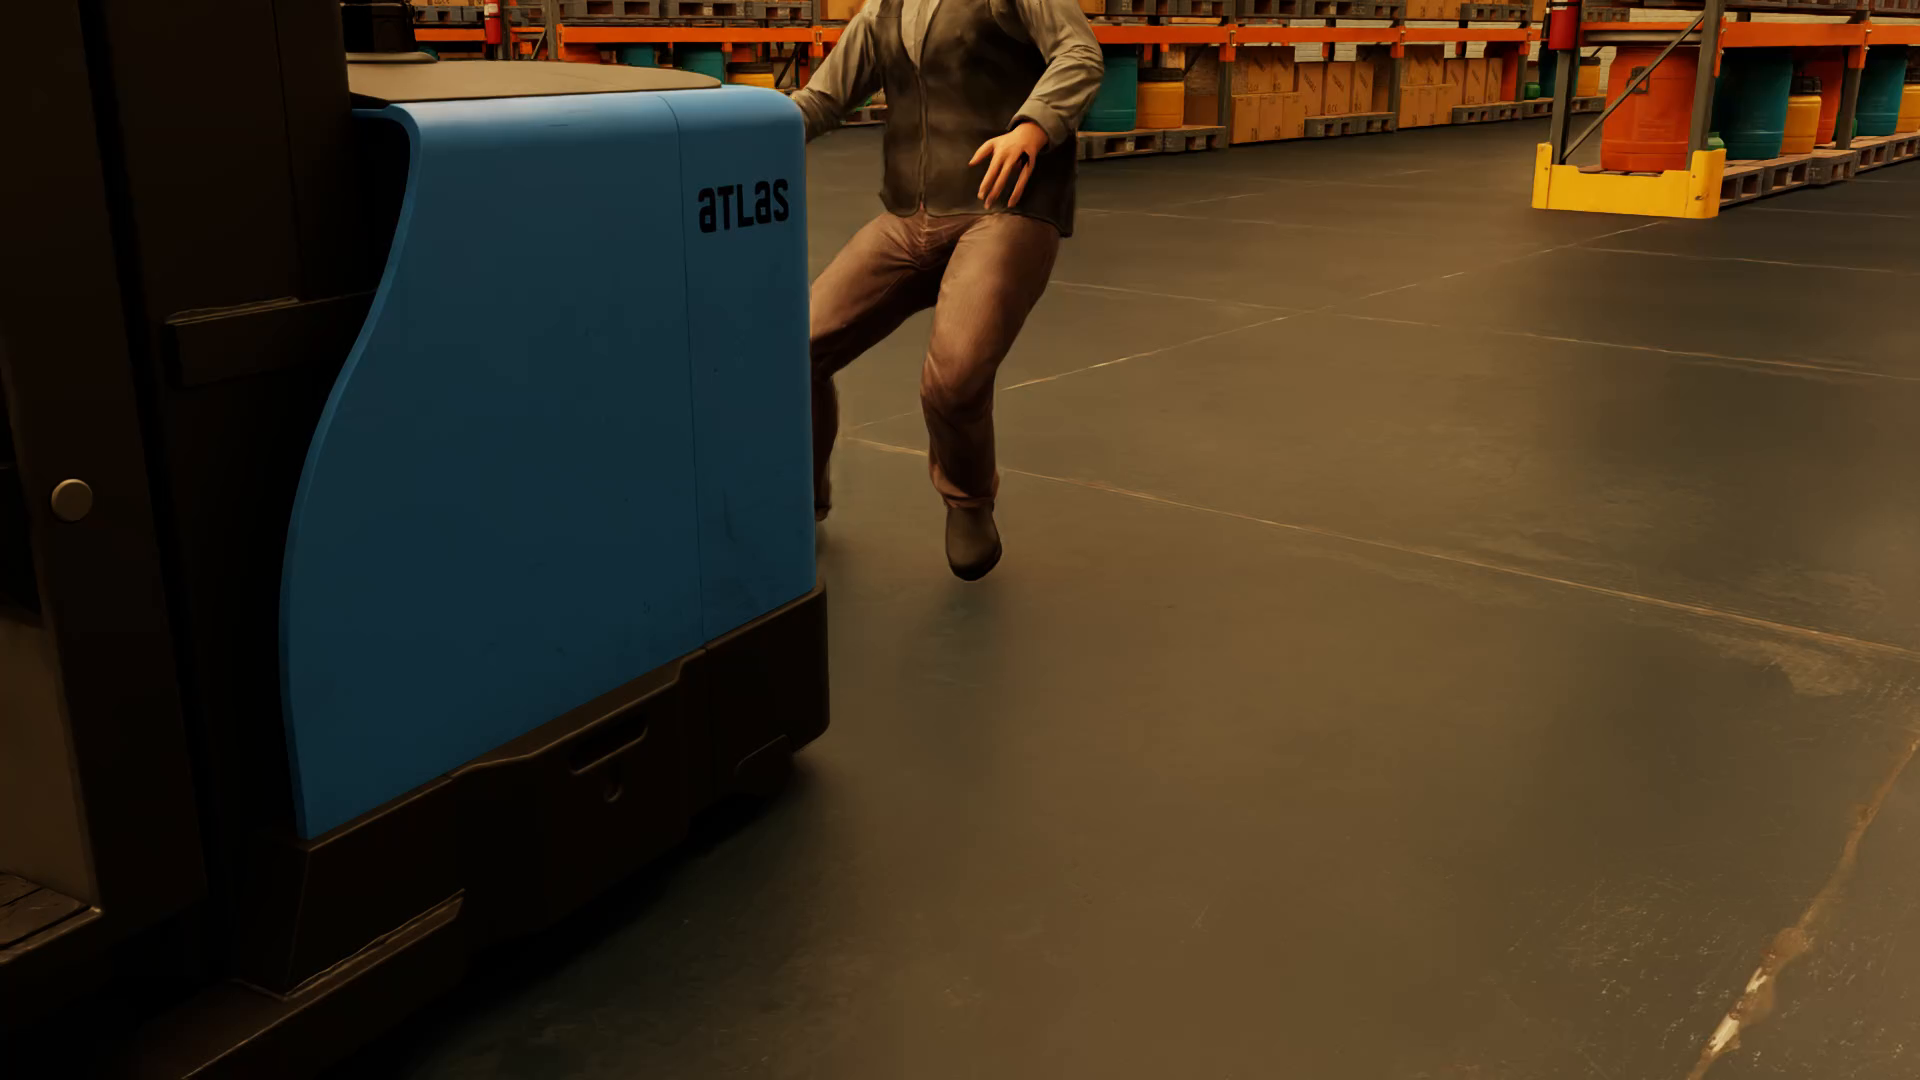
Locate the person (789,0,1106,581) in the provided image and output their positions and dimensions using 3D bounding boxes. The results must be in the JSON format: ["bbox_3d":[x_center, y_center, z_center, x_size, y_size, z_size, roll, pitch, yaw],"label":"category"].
[{"bbox_3d":[-0.120,-0.684,3.498,0.840,1.571,0.696,14,22,39],"label":"person"}]

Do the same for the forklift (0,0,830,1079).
[{"bbox_3d":[-1.372,-0.736,1.322,1.130,2.935,3.031,9,19,28],"label":"forklift"}]
